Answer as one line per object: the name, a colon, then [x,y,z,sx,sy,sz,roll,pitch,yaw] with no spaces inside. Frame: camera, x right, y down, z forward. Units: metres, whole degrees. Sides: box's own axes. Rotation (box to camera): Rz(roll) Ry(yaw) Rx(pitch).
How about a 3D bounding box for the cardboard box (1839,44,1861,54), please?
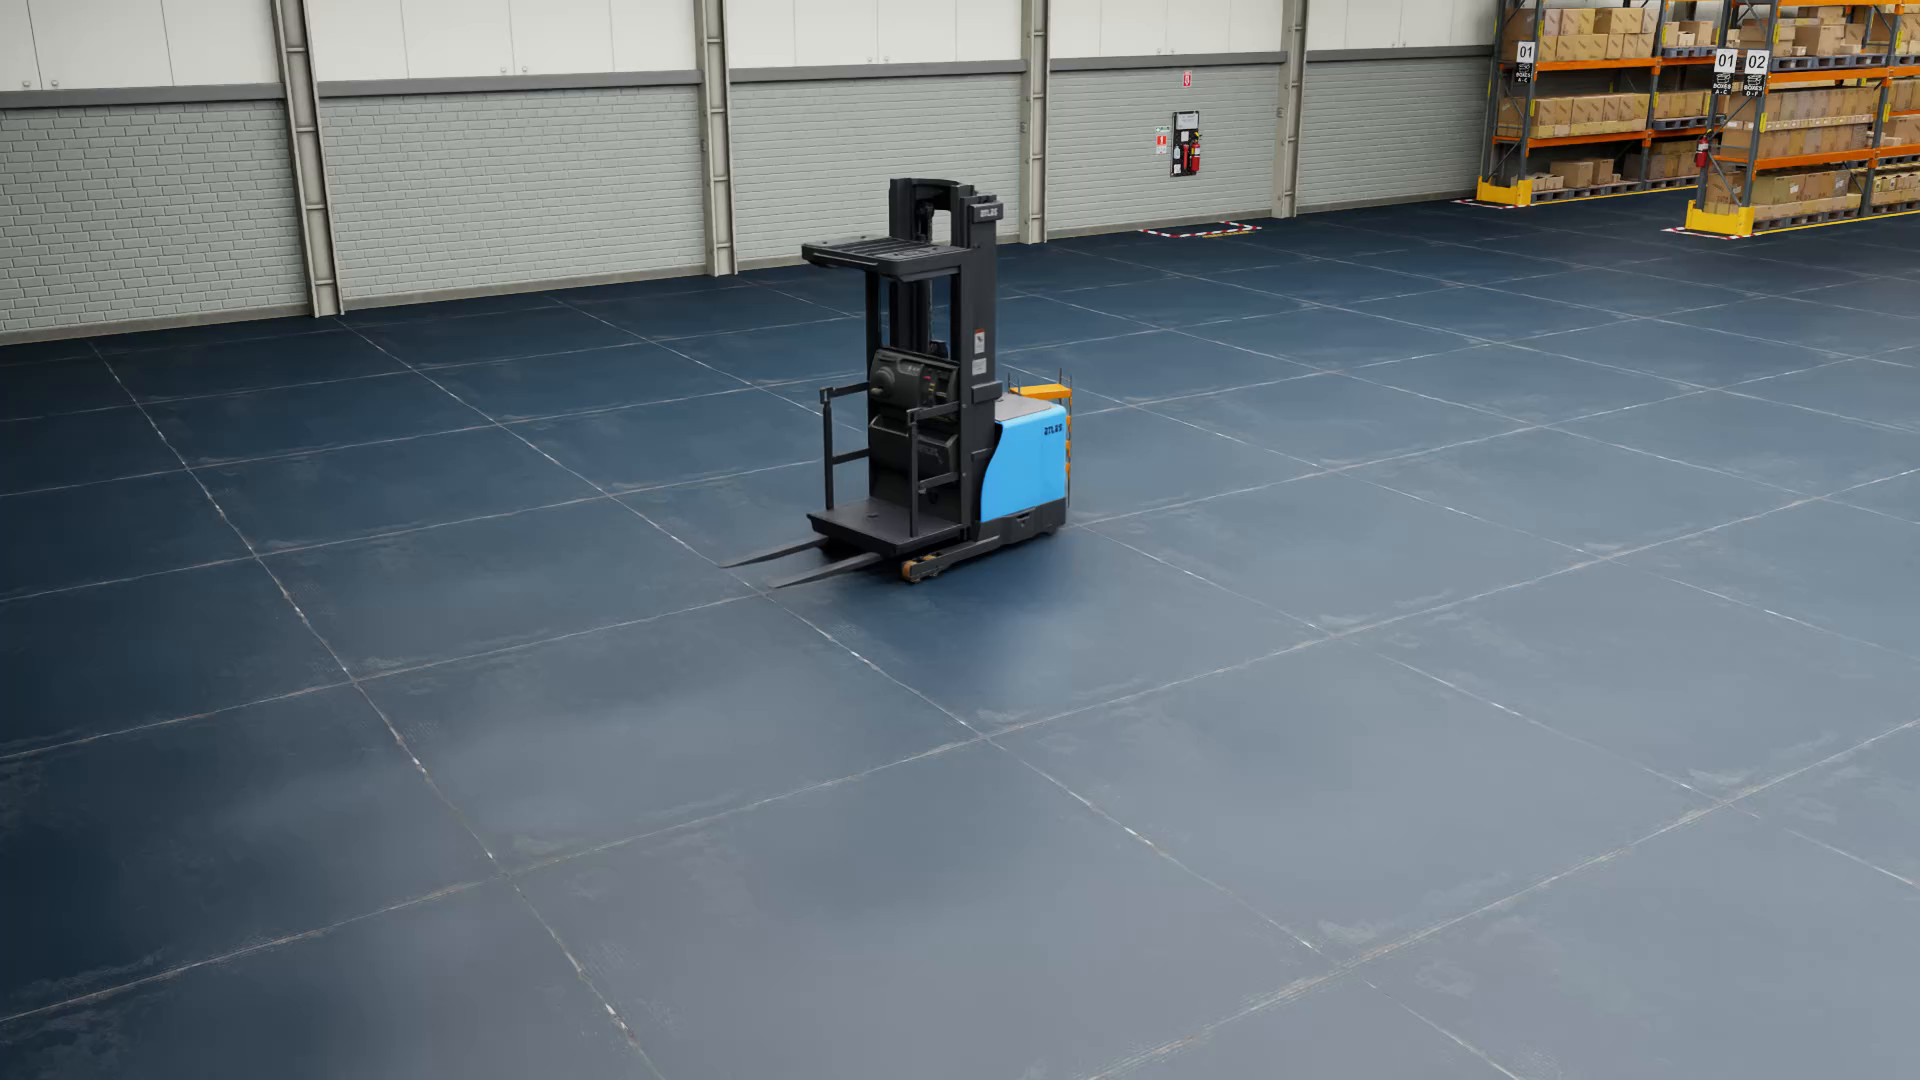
cardboard box: [16.402,-9.076,30.742,0.250,0.149,0.380,-12,22,-31]

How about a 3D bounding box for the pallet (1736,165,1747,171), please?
pallet: [18.572,-8.621,38.916,1.213,0.211,1.003,-12,22,-31]

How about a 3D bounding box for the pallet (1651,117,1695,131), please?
pallet: [15.250,-9.124,36.348,1.213,0.211,1.003,-12,22,-31]

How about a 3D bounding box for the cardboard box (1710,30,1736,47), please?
cardboard box: [16.739,-11.099,37.016,0.637,0.503,0.797,-9,20,-24]

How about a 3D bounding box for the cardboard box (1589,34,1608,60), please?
cardboard box: [12.943,-10.162,34.248,0.500,0.500,0.500,-10,21,-28]

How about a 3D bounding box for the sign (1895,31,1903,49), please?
sign: [17.566,-9.350,31.103,0.005,0.325,0.100,-12,22,-31]

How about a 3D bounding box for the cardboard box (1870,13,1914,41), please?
cardboard box: [17.796,-9.797,31.763,0.500,0.500,0.500,-12,22,-31]

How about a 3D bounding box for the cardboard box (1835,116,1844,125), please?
cardboard box: [16.299,-7.865,31.157,0.250,0.149,0.380,-12,22,-32]

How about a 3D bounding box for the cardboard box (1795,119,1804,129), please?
cardboard box: [15.226,-7.638,30.486,0.250,0.149,0.380,-13,23,-33]

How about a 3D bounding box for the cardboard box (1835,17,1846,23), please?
cardboard box: [20.418,-12.079,39.264,0.500,0.500,0.700,-13,23,-34]

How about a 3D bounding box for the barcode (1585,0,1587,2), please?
barcode: [13.134,-11.310,34.866,0.075,0.075,0.001,-12,22,-31]

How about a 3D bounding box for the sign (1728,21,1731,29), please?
sign: [17.574,-11.677,37.986,0.005,0.325,0.100,-12,22,-31]

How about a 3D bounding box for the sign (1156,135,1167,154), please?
sign: [3.685,-7.234,30.404,0.234,0.329,0.001,-12,22,-31]

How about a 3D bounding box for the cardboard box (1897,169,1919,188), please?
cardboard box: [19.025,-7.234,33.220,0.500,0.311,0.500,-11,22,-30]

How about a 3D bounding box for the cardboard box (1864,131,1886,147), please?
cardboard box: [17.646,-7.822,32.432,0.500,0.250,0.500,-10,21,-28]

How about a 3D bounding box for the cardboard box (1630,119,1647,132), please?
cardboard box: [14.303,-8.893,35.568,0.500,0.250,0.500,-12,22,-31]

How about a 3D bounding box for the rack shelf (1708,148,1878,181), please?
rack shelf: [15.589,-7.101,31.190,4.000,0.370,1.077,-12,22,-31]

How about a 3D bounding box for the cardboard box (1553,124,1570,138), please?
cardboard box: [12.199,-8.449,34.256,0.500,0.250,0.500,-13,22,-33]

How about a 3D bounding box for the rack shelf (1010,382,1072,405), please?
rack shelf: [0.688,-1.236,14.301,0.480,0.148,0.258,-7,20,-21]

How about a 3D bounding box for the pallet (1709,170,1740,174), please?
pallet: [17.219,-8.365,38.159,1.213,0.211,1.003,-12,22,-31]

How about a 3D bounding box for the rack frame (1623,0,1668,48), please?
rack frame: [14.532,-11.961,35.073,0.127,3.000,1.000,-12,22,-31]

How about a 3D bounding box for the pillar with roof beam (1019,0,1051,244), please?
pillar with roof beam: [3.645,-8.346,24.380,0.400,9.000,9.100,-12,22,-31]

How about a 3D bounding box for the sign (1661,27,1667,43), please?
sign: [14.836,-10.641,35.046,0.005,0.325,0.100,-12,22,-31]

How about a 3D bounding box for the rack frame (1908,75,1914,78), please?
rack frame: [24.554,-11.233,42.286,0.127,3.000,1.000,-12,22,-31]

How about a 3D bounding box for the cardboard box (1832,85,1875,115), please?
cardboard box: [16.892,-8.377,31.657,0.500,0.500,0.700,-12,22,-31]

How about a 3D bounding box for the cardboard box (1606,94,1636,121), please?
cardboard box: [13.893,-9.157,35.179,0.500,0.500,0.500,-12,22,-32]

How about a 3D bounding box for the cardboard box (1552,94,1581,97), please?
cardboard box: [12.743,-9.115,35.054,0.500,0.500,0.500,-12,22,-31]

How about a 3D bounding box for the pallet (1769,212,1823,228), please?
pallet: [15.552,-6.129,31.543,1.213,0.211,1.003,-12,22,-31]

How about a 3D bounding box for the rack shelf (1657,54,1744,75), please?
rack shelf: [16.202,-10.551,36.711,4.000,0.370,1.077,-12,22,-31]

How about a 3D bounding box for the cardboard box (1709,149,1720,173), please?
cardboard box: [16.805,-8.647,37.855,0.500,0.500,0.700,-12,22,-31]

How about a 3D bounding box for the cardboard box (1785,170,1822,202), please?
cardboard box: [15.743,-6.640,31.169,0.500,0.500,0.500,-12,22,-31]

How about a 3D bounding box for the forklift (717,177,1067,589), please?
forklift: [-0.512,-1.246,12.854,3.031,2.935,1.130,-18,25,-42]

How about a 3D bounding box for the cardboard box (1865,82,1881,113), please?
cardboard box: [21.675,-10.761,40.424,0.700,0.700,0.980,-12,22,-31]

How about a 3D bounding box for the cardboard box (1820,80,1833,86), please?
cardboard box: [20.105,-10.753,39.045,0.500,0.250,0.500,-11,22,-30]

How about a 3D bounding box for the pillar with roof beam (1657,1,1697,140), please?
pillar with roof beam: [18.678,-11.516,33.759,0.400,9.000,9.100,-12,22,-31]

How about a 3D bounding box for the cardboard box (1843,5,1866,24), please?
cardboard box: [21.668,-12.665,40.091,0.500,0.500,0.500,-12,22,-32]

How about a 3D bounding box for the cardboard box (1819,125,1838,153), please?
cardboard box: [16.034,-7.580,31.326,0.500,0.500,0.700,-12,22,-31]

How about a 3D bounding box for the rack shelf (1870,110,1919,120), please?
rack shelf: [22.883,-10.539,41.360,4.000,0.370,1.077,-12,22,-31]

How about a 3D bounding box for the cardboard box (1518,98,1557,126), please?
cardboard box: [11.755,-8.712,33.862,0.500,0.500,0.500,-12,22,-31]

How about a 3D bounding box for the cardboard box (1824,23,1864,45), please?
cardboard box: [16.693,-9.510,31.477,0.500,0.500,0.500,-10,21,-27]

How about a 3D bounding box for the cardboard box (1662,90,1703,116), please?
cardboard box: [15.979,-9.676,36.839,0.500,0.500,0.700,-9,21,-24]

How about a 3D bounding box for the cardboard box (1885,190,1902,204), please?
cardboard box: [18.160,-6.785,32.769,0.500,0.250,0.500,-11,22,-30]

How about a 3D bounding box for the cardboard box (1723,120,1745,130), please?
cardboard box: [14.133,-7.563,30.263,0.250,0.149,0.380,-12,22,-32]

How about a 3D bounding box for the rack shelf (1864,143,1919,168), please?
rack shelf: [18.929,-7.806,33.274,4.000,0.370,1.077,-12,22,-31]

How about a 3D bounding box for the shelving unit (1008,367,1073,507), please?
shelving unit: [0.688,-0.864,14.426,0.503,1.200,0.258,-7,20,-21]

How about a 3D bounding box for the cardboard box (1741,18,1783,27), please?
cardboard box: [18.238,-11.599,37.845,0.500,0.500,0.700,-14,23,-36]

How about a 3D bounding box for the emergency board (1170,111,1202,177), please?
emergency board: [4.204,-7.287,30.616,0.643,1.169,0.194,-12,22,-31]

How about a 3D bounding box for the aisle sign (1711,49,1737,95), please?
aisle sign: [13.702,-8.388,29.815,0.004,0.787,0.394,-12,22,-31]

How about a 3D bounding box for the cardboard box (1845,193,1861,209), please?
cardboard box: [16.992,-6.551,32.076,0.500,0.250,0.500,-12,22,-31]

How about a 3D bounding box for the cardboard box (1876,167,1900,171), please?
cardboard box: [18.711,-7.373,33.631,0.500,0.311,0.500,-12,22,-32]

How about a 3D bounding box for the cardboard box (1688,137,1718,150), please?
cardboard box: [16.789,-8.979,37.664,0.500,0.250,0.500,-11,22,-30]

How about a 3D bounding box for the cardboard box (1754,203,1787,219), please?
cardboard box: [14.904,-6.110,30.773,0.500,0.250,0.500,-12,22,-31]

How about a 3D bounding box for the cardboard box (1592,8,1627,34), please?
cardboard box: [13.380,-10.715,34.325,0.500,0.500,0.500,-13,23,-33]

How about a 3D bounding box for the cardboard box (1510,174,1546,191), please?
cardboard box: [11.818,-7.447,34.600,0.500,0.311,0.500,-15,24,-37]

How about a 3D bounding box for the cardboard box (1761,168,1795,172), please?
cardboard box: [15.448,-6.783,31.593,0.500,0.500,0.500,-12,22,-31]

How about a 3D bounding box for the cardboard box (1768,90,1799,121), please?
cardboard box: [14.796,-7.934,30.348,0.500,0.500,0.700,-13,22,-33]
